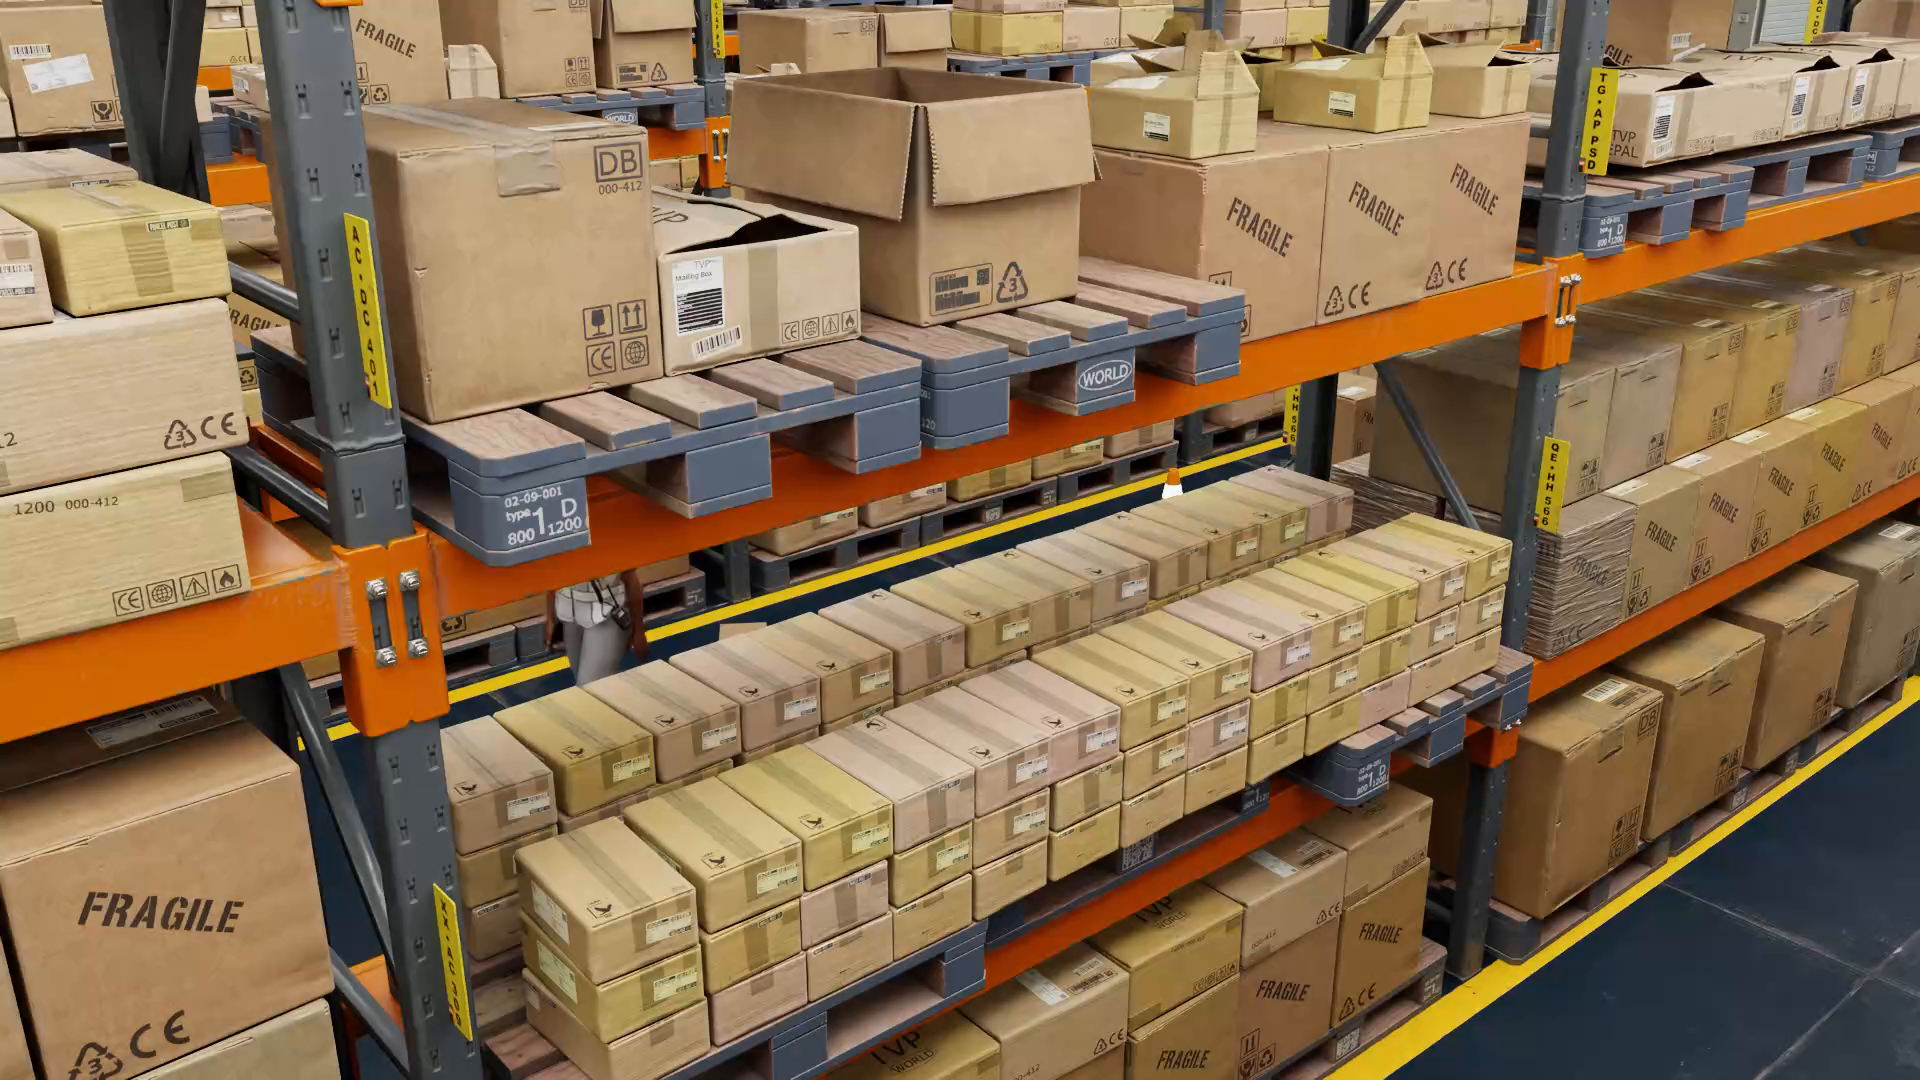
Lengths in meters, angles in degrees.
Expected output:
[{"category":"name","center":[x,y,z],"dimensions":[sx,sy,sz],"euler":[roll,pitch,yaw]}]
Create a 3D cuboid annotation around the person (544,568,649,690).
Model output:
[{"category":"person","center":[-1.672,0.397,7.498],"dimensions":[0.484,1.721,0.479],"euler":[14,25,32]}]
